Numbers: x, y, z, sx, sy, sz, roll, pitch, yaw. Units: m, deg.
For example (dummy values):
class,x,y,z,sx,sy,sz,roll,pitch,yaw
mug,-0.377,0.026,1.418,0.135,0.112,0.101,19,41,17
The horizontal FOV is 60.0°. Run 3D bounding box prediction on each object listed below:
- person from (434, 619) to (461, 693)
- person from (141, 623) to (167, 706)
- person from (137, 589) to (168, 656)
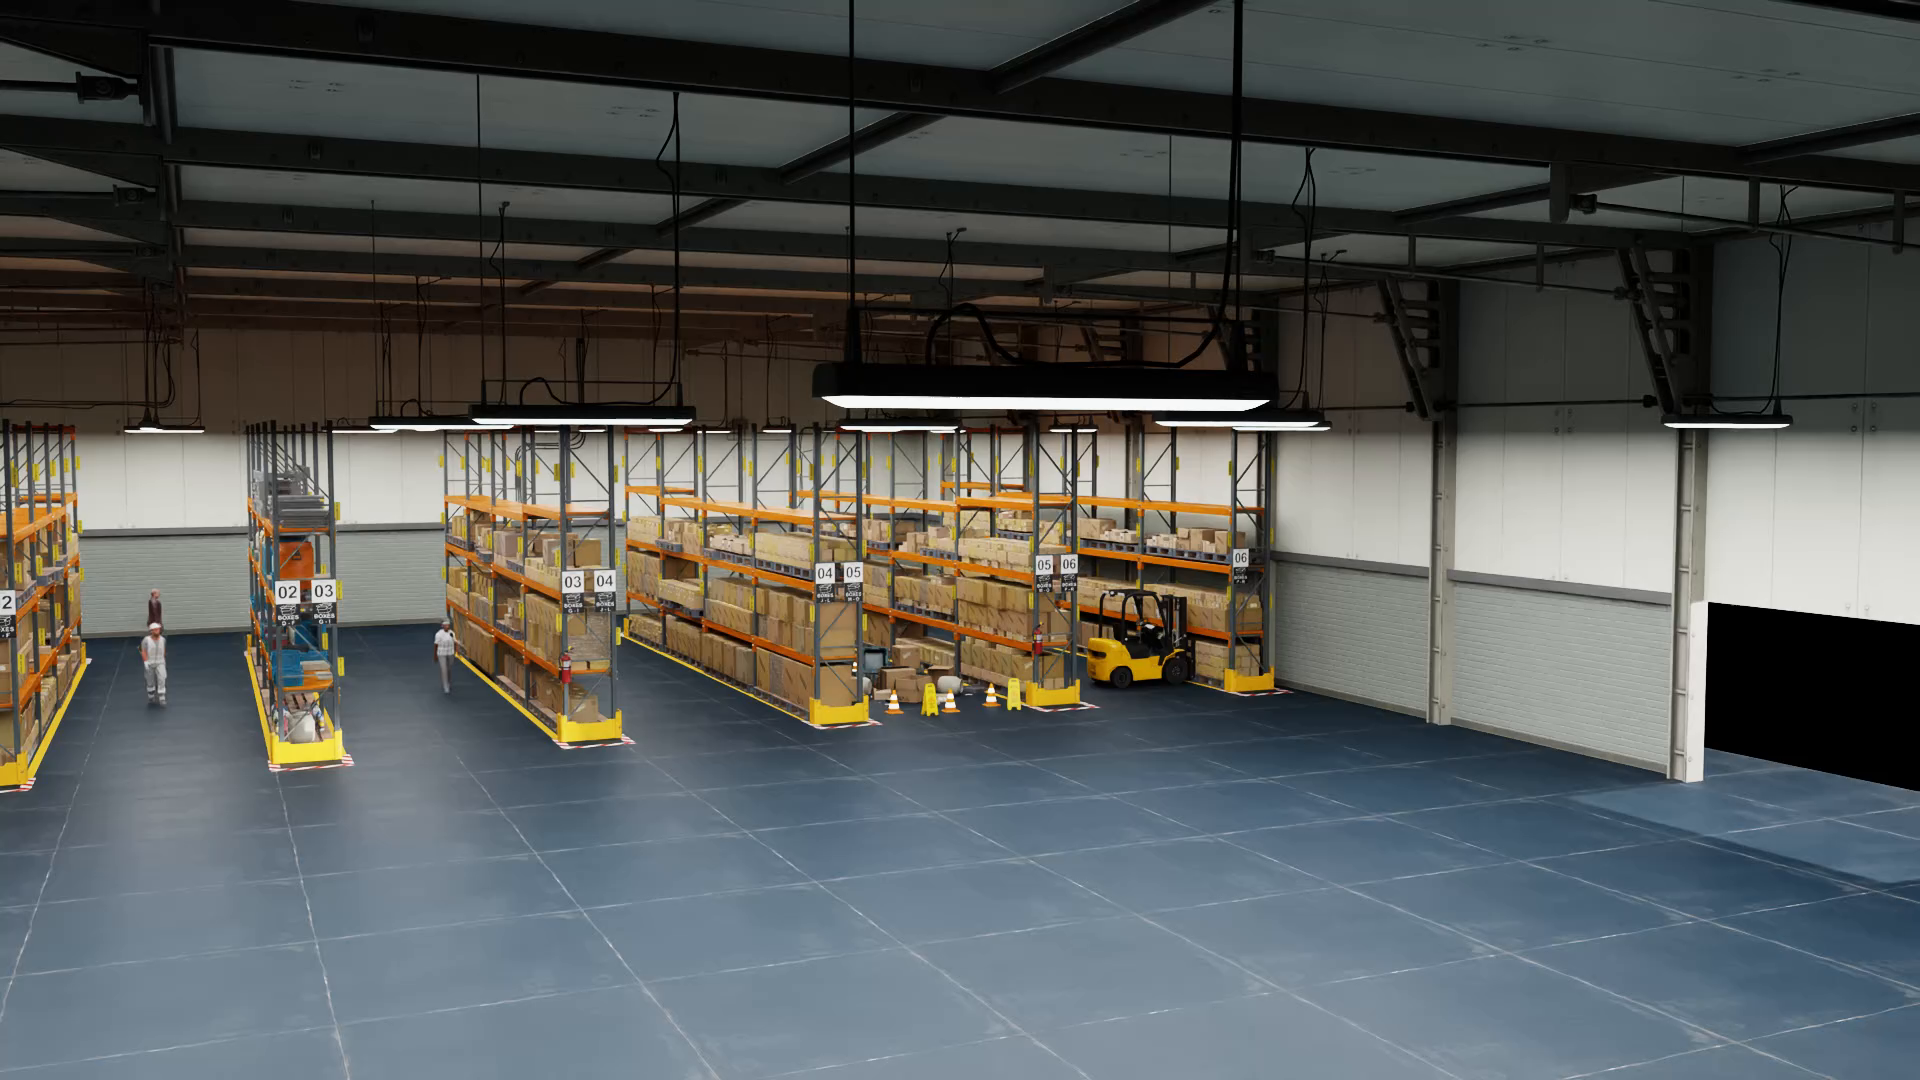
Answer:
class,x,y,z,sx,sy,sz,roll,pitch,yaw
person,-11.493,2.561,37.244,0.555,1.627,1.021,-2,4,-28
person,-17.076,2.625,35.237,0.493,1.729,1.055,-2,4,-29
person,-20.818,2.144,42.831,0.811,1.771,0.609,-3,5,-44
